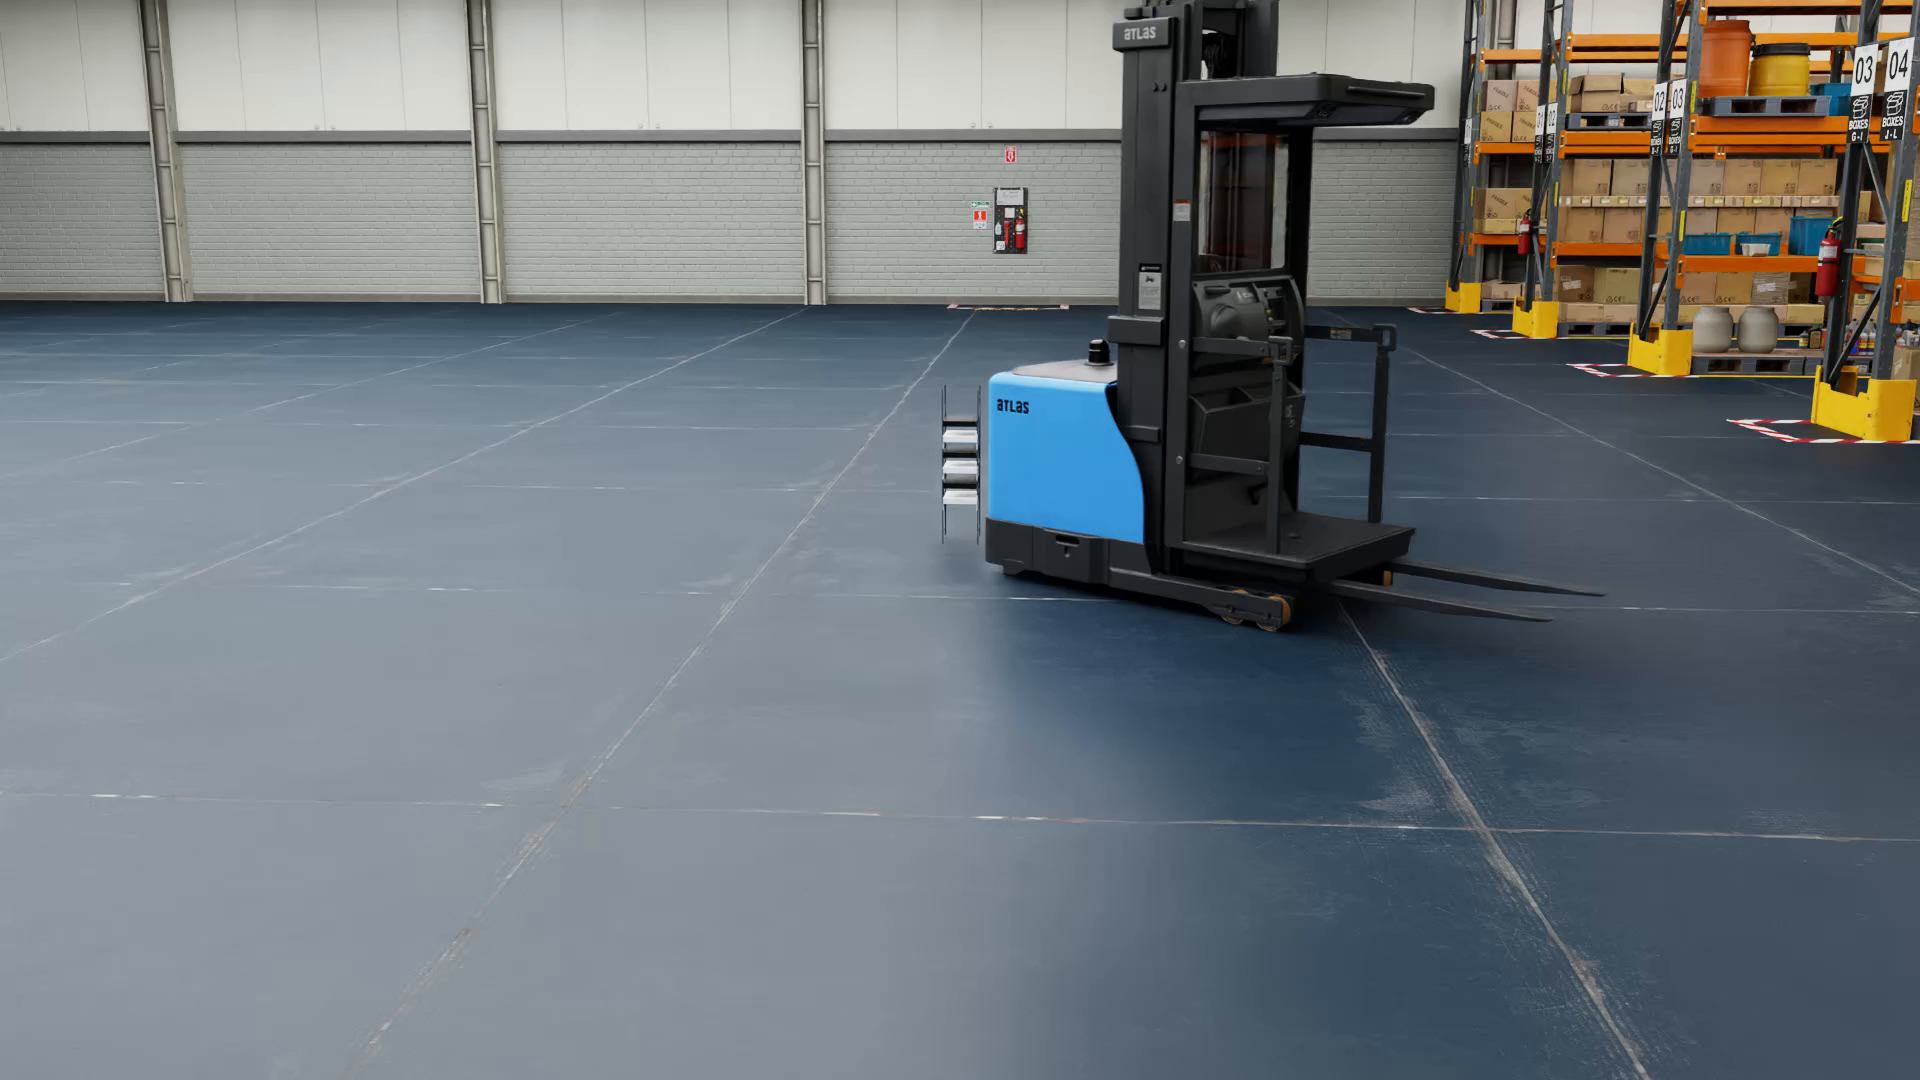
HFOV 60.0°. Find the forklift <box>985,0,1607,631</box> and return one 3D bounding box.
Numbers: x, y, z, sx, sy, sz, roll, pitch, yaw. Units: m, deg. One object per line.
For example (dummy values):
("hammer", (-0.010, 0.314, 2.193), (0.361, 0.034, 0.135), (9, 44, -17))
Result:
("forklift", (1.576, -1.131, 8.016), (3.031, 2.935, 1.130), (10, 16, 40))

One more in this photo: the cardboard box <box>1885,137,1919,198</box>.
("cardboard box", (8.172, -3.127, 13.980), (0.500, 0.500, 0.500), (1, 12, 4))

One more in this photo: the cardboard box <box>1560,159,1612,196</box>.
("cardboard box", (8.790, -5.098, 23.402), (0.500, 0.500, 0.700), (1, 12, 4))

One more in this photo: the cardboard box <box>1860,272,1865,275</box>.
("cardboard box", (15.353, -4.349, 28.261), (0.500, 0.500, 0.700), (1, 12, 4))

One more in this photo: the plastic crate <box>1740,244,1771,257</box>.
("plastic crate", (8.809, -3.205, 18.409), (0.250, 0.136, 0.298), (1, 12, 4))

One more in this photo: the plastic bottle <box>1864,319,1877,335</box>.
("plastic bottle", (10.538, -2.381, 19.217), (0.185, 0.351, 0.144), (1, 12, 3))

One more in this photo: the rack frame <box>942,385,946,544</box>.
("rack frame", (-0.093, -0.442, 9.682), (0.006, 0.900, 0.240), (1, 12, 4))

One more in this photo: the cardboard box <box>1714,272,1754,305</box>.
("cardboard box", (10.788, -3.573, 23.382), (0.500, 0.500, 0.500), (1, 12, 4))

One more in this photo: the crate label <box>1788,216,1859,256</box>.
("crate label", (9.792, -3.460, 18.895), (0.616, 0.435, 0.502), (1, 12, 4))

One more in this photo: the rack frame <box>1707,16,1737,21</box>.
("rack frame", (12.590, -8.318, 27.554), (0.127, 3.000, 1.000), (1, 12, 4))

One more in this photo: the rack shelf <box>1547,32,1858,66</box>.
("rack shelf", (10.268, -6.785, 22.962), (4.000, 0.370, 1.077), (1, 12, 4))

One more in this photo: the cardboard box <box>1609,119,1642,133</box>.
("cardboard box", (11.011, -6.874, 27.685), (0.500, 0.500, 0.500), (0, 12, 2))

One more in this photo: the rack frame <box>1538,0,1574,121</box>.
("rack frame", (8.272, -7.361, 22.978), (0.127, 3.000, 1.000), (1, 12, 4))

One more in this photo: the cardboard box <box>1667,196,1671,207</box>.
("cardboard box", (9.934, -4.724, 23.197), (0.250, 0.149, 0.380), (1, 12, 3))

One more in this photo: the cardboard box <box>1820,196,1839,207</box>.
("cardboard box", (11.977, -4.696, 23.062), (0.250, 0.149, 0.380), (1, 12, 4))

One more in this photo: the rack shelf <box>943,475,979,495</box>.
("rack shelf", (0.008, -0.320, 9.701), (0.200, 0.077, 0.258), (1, 12, 4))

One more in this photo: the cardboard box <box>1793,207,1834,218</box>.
("cardboard box", (11.820, -4.423, 23.343), (0.500, 0.500, 0.700), (0, 12, 2))

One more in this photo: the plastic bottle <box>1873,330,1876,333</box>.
("plastic bottle", (10.553, -2.313, 19.079), (0.135, 0.276, 0.152), (1, 12, 4))

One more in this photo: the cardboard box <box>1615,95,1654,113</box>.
("cardboard box", (9.439, -6.131, 23.425), (0.500, 0.250, 0.500), (1, 12, 4))

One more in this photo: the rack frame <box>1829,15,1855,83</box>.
("rack frame", (12.263, -7.306, 22.716), (0.127, 3.000, 1.000), (1, 12, 4))

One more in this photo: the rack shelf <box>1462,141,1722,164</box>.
("rack shelf", (10.595, -6.525, 28.066), (4.000, 0.370, 1.077), (1, 12, 4))

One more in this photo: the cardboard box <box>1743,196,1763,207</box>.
("cardboard box", (10.962, -4.710, 23.131), (0.250, 0.149, 0.380), (1, 12, 3))

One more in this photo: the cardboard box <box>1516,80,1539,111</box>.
("cardboard box", (9.465, -7.380, 27.664), (0.500, 0.500, 0.500), (1, 12, 3))

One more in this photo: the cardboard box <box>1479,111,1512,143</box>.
("cardboard box", (8.916, -6.908, 27.845), (0.500, 0.500, 0.500), (1, 12, 5))

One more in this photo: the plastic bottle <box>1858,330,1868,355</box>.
("plastic bottle", (10.067, -2.199, 18.544), (0.097, 0.271, 0.097), (0, 12, 0))

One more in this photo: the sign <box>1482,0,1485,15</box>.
("sign", (8.563, -8.758, 27.182), (0.005, 0.325, 0.100), (1, 12, 4))

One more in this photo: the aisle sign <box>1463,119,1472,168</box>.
("aisle sign", (8.507, -6.648, 27.876), (0.004, 0.787, 0.394), (1, 12, 4))

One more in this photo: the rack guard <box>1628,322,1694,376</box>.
("rack guard", (8.016, -2.197, 19.052), (0.348, 0.500, 1.175), (1, 12, 4))

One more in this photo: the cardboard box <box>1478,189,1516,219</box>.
("cardboard box", (9.056, -5.672, 28.042), (0.500, 0.500, 0.500), (1, 12, 4))

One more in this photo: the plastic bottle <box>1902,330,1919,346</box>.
("plastic bottle", (10.591, -2.200, 18.536), (0.135, 0.276, 0.152), (1, 12, 5))

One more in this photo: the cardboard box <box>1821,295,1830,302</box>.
("cardboard box", (12.686, -3.557, 23.765), (0.500, 0.311, 0.500), (1, 12, 4))

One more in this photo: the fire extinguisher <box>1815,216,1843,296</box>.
("fire extinguisher", (7.523, -2.458, 14.383), (0.183, 0.674, 0.296), (1, 12, 4))

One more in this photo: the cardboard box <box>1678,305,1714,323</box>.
("cardboard box", (10.289, -3.210, 23.479), (0.500, 0.250, 0.500), (1, 12, 4))

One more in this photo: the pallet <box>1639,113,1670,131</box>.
("pallet", (10.196, -5.818, 23.145), (1.213, 0.211, 1.003), (1, 12, 4))

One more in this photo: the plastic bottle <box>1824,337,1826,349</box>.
("plastic bottle", (10.042, -2.332, 19.149), (0.133, 0.283, 0.061), (1, 12, 4))

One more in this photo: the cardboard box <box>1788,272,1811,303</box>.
("cardboard box", (11.821, -3.666, 23.828), (0.500, 0.500, 0.500), (1, 12, 4))

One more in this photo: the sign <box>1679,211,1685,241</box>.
("sign", (7.896, -3.435, 18.189), (0.005, 0.325, 0.100), (1, 12, 4))

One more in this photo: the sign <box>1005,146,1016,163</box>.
("sign", (0.904, -6.882, 29.681), (0.199, 0.298, 0.001), (1, 12, 4))

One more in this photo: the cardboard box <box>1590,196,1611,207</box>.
("cardboard box", (8.913, -4.738, 23.265), (0.250, 0.149, 0.380), (0, 12, 2))

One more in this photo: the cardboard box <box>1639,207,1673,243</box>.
("cardboard box", (9.756, -4.450, 23.471), (0.500, 0.500, 0.700), (1, 12, 4))

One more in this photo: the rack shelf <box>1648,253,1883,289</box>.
("rack shelf", (9.933, -3.033, 18.698), (4.000, 0.370, 1.077), (1, 12, 4))

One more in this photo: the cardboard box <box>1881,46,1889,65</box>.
("cardboard box", (7.904, -4.050, 13.872), (0.250, 0.149, 0.380), (1, 12, 4))

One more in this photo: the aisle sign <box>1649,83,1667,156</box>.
("aisle sign", (7.885, -4.746, 18.783), (0.004, 0.787, 0.394), (1, 12, 4))

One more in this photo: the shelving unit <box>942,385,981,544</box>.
("shelving unit", (0.008, -0.440, 9.675), (0.210, 0.900, 0.258), (1, 12, 4))

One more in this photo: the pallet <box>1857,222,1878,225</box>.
("pallet", (14.604, -5.252, 28.016), (1.213, 0.211, 1.003), (1, 12, 4))

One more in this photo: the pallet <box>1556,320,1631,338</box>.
("pallet", (9.038, -3.057, 23.868), (1.213, 0.211, 1.003), (1, 12, 4))

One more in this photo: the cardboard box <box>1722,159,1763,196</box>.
("cardboard box", (10.816, -5.072, 23.275), (0.500, 0.500, 0.700), (1, 12, 4))

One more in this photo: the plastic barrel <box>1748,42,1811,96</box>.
("plastic barrel", (9.083, -5.189, 18.435), (0.600, 0.588, 0.600), (0, 12, 0))

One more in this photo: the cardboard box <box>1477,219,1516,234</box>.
("cardboard box", (9.065, -5.301, 28.101), (0.500, 0.250, 0.500), (0, 12, 2))

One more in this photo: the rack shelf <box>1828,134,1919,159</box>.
("rack shelf", (14.259, -5.458, 22.966), (4.000, 0.370, 1.077), (1, 12, 4))

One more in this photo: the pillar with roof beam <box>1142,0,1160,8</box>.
("pillar with roof beam", (3.081, -7.742, 24.803), (0.400, 9.000, 9.100), (1, 12, 4))

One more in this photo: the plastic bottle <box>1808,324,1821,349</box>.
("plastic bottle", (9.917, -2.365, 19.306), (0.133, 0.283, 0.061), (1, 12, 5))

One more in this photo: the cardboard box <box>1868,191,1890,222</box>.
("cardboard box", (15.552, -5.598, 27.883), (0.500, 0.500, 0.700), (0, 12, -2))

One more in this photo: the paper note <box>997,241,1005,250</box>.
("paper note", (0.734, -5.312, 29.990), (0.142, 0.148, 0.016), (1, 12, 4))
